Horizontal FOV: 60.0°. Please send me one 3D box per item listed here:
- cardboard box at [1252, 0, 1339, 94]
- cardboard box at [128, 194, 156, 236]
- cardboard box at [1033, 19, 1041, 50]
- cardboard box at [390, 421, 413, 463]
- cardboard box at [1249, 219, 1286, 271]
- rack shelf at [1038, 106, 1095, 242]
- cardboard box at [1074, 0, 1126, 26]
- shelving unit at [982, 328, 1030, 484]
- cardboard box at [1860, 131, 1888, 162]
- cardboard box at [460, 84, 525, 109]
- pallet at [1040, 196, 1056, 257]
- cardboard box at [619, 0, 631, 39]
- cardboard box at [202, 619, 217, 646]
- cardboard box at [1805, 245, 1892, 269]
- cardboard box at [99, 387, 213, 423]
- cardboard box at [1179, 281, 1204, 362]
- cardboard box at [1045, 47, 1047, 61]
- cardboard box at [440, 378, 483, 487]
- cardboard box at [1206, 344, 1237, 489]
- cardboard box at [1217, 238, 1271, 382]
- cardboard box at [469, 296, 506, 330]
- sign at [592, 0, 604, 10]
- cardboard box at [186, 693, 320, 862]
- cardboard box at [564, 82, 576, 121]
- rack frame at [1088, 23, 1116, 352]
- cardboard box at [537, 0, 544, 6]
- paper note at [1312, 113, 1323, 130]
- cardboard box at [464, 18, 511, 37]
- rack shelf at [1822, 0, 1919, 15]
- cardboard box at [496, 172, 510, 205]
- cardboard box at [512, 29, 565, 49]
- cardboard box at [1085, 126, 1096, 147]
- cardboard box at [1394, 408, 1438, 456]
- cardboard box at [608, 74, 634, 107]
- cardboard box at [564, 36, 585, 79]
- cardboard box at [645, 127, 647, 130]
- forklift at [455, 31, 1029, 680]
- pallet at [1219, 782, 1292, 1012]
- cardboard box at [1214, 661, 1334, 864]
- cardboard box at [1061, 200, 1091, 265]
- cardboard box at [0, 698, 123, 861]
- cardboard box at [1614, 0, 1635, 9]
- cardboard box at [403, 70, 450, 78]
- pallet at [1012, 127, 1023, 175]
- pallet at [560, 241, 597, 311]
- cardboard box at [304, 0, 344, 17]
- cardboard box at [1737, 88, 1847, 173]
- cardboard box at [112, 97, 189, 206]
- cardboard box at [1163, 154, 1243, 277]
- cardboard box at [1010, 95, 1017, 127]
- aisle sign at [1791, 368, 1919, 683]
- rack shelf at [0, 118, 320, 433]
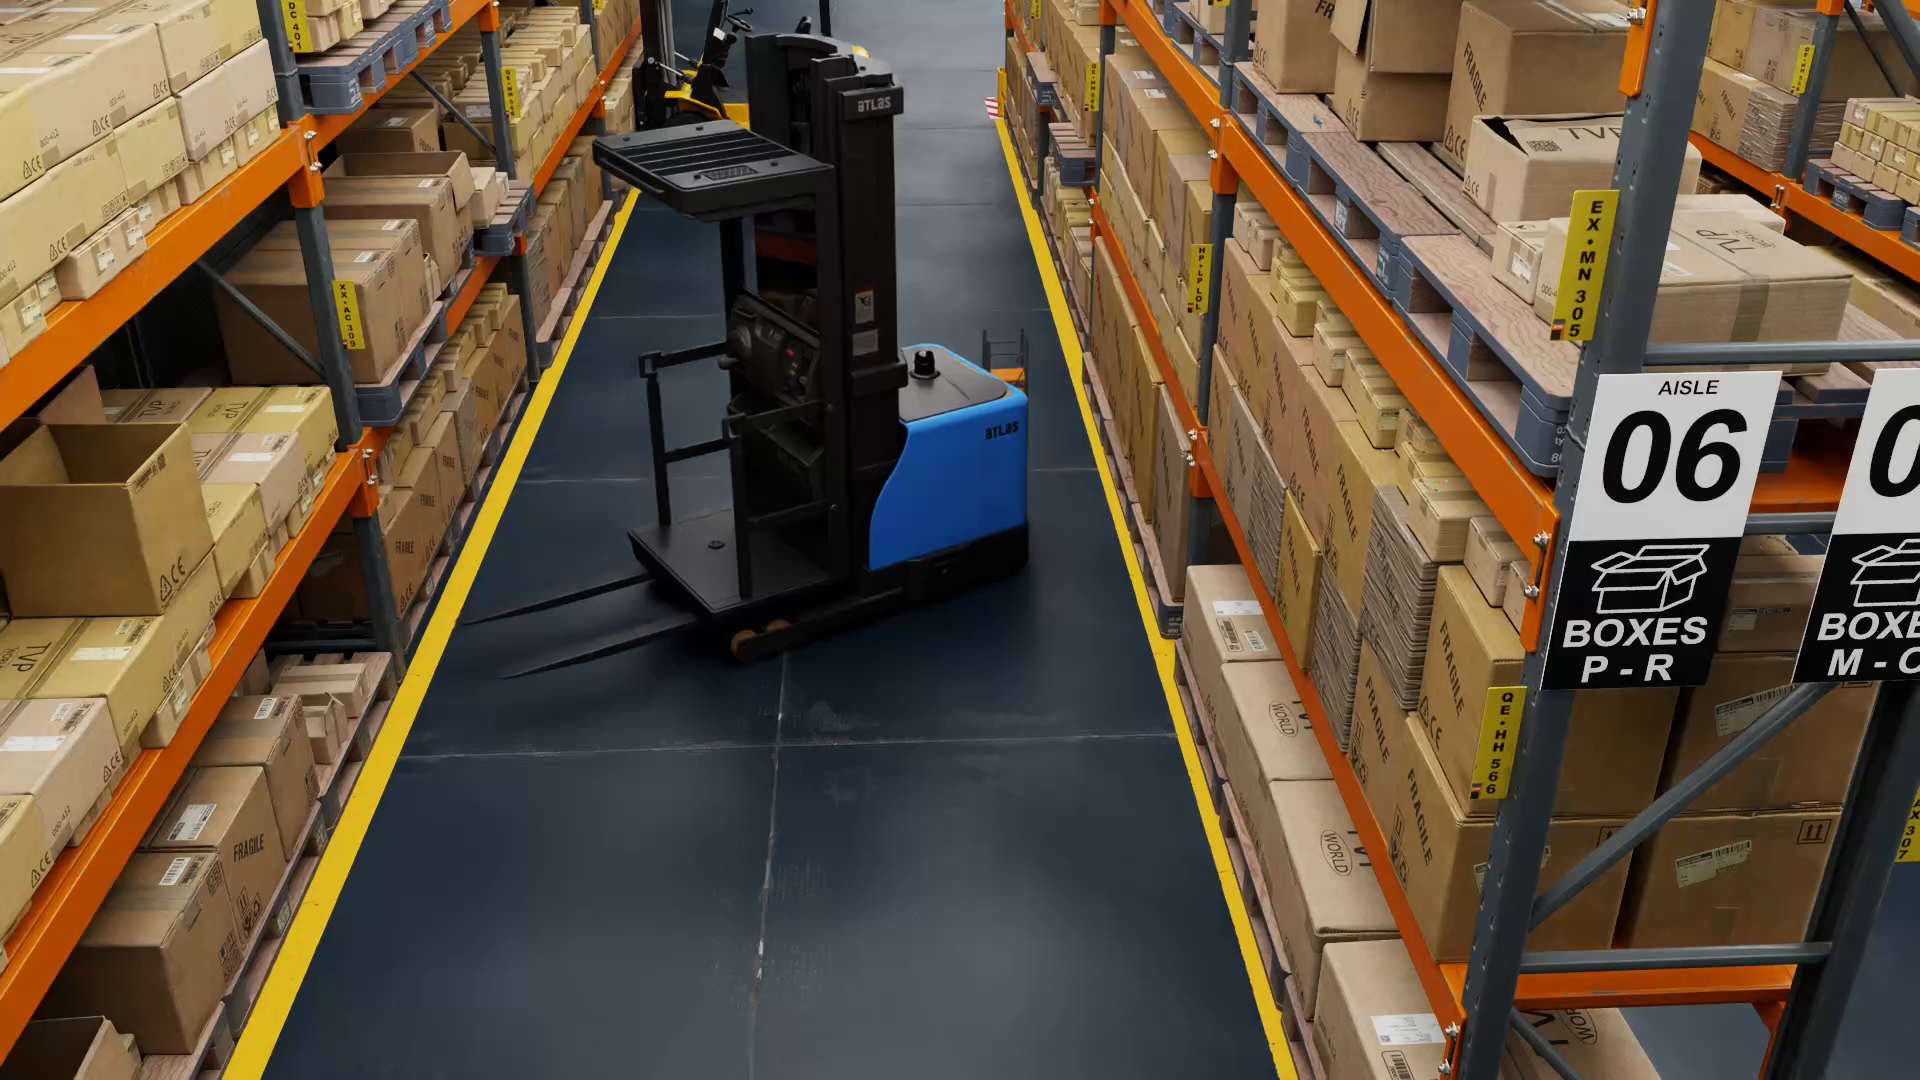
[{"bbox_3d":[1.467,-2.067,6.556,0.500,0.500,0.500,-1,28,-2],"label":"cardboard box"},{"bbox_3d":[-2.970,-1.086,5.617,0.380,0.149,0.250,-1,28,-2],"label":"cardboard box"},{"bbox_3d":[0.956,-4.809,15.297,0.500,0.500,0.500,-2,28,-4],"label":"cardboard box"},{"bbox_3d":[-3.208,-0.526,9.062,0.380,0.149,0.250,-2,28,-4],"label":"cardboard box"},{"bbox_3d":[1.432,-1.245,7.002,0.380,0.149,0.250,-1,28,-2],"label":"cardboard box"},{"bbox_3d":[1.332,-3.191,13.403,1.077,0.370,4.000,-1,28,-3],"label":"rack shelf"},{"bbox_3d":[1.070,-3.985,12.562,0.380,0.149,0.250,-3,28,-5],"label":"cardboard box"},{"bbox_3d":[0.258,-0.625,9.652,0.258,1.200,0.189,-3,28,-6],"label":"shelving unit"},{"bbox_3d":[6.216,-2.606,10.999,0.380,0.149,0.250,0,28,0],"label":"cardboard box"},{"bbox_3d":[-3.258,-3.074,11.592,0.380,0.149,0.250,-1,28,-2],"label":"cardboard box"},{"bbox_3d":[1.270,-2.838,14.963,1.003,0.211,1.213,-1,28,-3],"label":"pallet"},{"bbox_3d":[-3.568,-5.275,16.511,0.500,0.500,0.500,-1,28,-2],"label":"cardboard box"},{"bbox_3d":[-2.979,0.348,6.111,0.380,0.149,0.250,-1,28,-3],"label":"cardboard box"},{"bbox_3d":[6.169,-1.839,11.470,0.500,0.250,0.500,-3,28,-5],"label":"cardboard box"},{"bbox_3d":[-3.555,-0.448,7.206,0.500,0.250,0.500,-2,28,-3],"label":"cardboard box"},{"bbox_3d":[1.380,-1.092,8.222,0.500,0.250,0.500,-1,28,-3],"label":"cardboard box"},{"bbox_3d":[0.941,-4.246,14.464,0.380,0.149,0.250,-1,28,-2],"label":"cardboard box"},{"bbox_3d":[-3.192,-0.640,9.983,0.500,0.500,0.500,-2,28,-4],"label":"cardboard box"},{"bbox_3d":[1.409,-0.561,7.473,0.500,0.500,0.500,-1,28,-1],"label":"cardboard box"},{"bbox_3d":[1.429,-1.001,7.237,0.500,0.500,0.500,-1,28,-2],"label":"cardboard box"},{"bbox_3d":[-3.196,-1.483,10.898,0.380,0.149,0.250,-3,28,-5],"label":"cardboard box"},{"bbox_3d":[-3.187,-4.808,14.559,0.100,0.325,0.005,-1,28,-3],"label":"sign"},{"bbox_3d":[-3.100,0.992,6.854,0.700,0.500,0.500,-2,28,-5],"label":"cardboard box"},{"bbox_3d":[-3.414,-3.557,13.489,0.500,0.250,0.500,-1,28,-2],"label":"cardboard box"},{"bbox_3d":[1.437,-2.587,11.466,1.000,3.000,0.127,-1,28,-3],"label":"rack frame"},{"bbox_3d":[-4.055,-5.024,15.329,0.380,0.149,0.250,-1,28,-1],"label":"cardboard box"},{"bbox_3d":[1.164,-1.366,5.423,0.006,0.032,0.123,-1,28,-3],"label":"paper note"},{"bbox_3d":[-3.951,-4.236,13.819,0.380,0.149,0.250,-1,28,-3],"label":"cardboard box"},{"bbox_3d":[6.479,-2.840,9.486,1.077,0.370,4.000,-1,28,-3],"label":"rack shelf"},{"bbox_3d":[-3.103,-2.246,10.630,0.380,0.149,0.250,-1,28,-2],"label":"cardboard box"},{"bbox_3d":[-3.400,-4.018,13.401,0.380,0.149,0.250,-2,28,-4],"label":"cardboard box"},{"bbox_3d":[1.098,-2.929,11.940,0.380,0.149,0.250,-1,28,-2],"label":"cardboard box"},{"bbox_3d":[1.586,-0.302,5.194,0.380,0.149,0.250,-2,28,-3],"label":"cardboard box"},{"bbox_3d":[-3.495,-4.419,16.418,0.500,0.250,0.500,0,28,-1],"label":"cardboard box"},{"bbox_3d":[-3.414,-4.009,13.815,0.500,0.250,0.500,-2,28,-4],"label":"cardboard box"},{"bbox_3d":[-3.515,-4.217,17.110,0.500,0.250,0.500,-1,28,-1],"label":"cardboard box"},{"bbox_3d":[-1.129,-0.946,8.395,3.031,2.935,1.130,-17,32,-29],"label":"forklift"},{"bbox_3d":[1.674,1.415,6.809,1.003,0.211,1.213,-1,28,-3],"label":"pallet"},{"bbox_3d":[1.619,0.916,7.066,0.875,0.438,0.875,-2,28,-4],"label":"cardboard box"},{"bbox_3d":[1.337,-2.560,13.802,0.950,0.372,0.625,0,28,-1],"label":"cardboard box"},{"bbox_3d":[-2.883,0.715,4.975,0.500,0.250,0.500,-1,28,-2],"label":"cardboard box"},{"bbox_3d":[6.198,-4.859,14.632,0.700,0.500,0.500,-2,28,-4],"label":"cardboard box"},{"bbox_3d":[-3.899,-3.293,12.011,0.380,0.149,0.250,-2,28,-4],"label":"cardboard box"},{"bbox_3d":[1.091,-4.071,17.328,1.003,0.211,1.213,-1,28,-3],"label":"pallet"},{"bbox_3d":[-3.585,-2.172,13.686,1.003,0.211,1.213,-1,28,-3],"label":"pallet"},{"bbox_3d":[-2.889,-2.347,7.151,0.380,0.149,0.250,-1,28,-1],"label":"cardboard box"},{"bbox_3d":[6.083,-2.999,12.148,0.500,0.500,0.500,-1,28,-3],"label":"cardboard box"},{"bbox_3d":[-2.983,-1.320,5.634,0.500,0.250,0.500,-1,28,-2],"label":"cardboard box"},{"bbox_3d":[1.337,-1.666,8.511,0.500,0.500,0.500,-1,28,-2],"label":"cardboard box"},{"bbox_3d":[0.804,-4.633,17.909,0.500,0.250,0.500,0,28,-1],"label":"cardboard box"},{"bbox_3d":[2.148,-0.018,3.731,0.394,0.787,0.004,-1,28,-3],"label":"aisle sign"},{"bbox_3d":[-3.207,-0.705,5.393,1.077,0.370,4.000,-1,28,-3],"label":"rack shelf"}]
